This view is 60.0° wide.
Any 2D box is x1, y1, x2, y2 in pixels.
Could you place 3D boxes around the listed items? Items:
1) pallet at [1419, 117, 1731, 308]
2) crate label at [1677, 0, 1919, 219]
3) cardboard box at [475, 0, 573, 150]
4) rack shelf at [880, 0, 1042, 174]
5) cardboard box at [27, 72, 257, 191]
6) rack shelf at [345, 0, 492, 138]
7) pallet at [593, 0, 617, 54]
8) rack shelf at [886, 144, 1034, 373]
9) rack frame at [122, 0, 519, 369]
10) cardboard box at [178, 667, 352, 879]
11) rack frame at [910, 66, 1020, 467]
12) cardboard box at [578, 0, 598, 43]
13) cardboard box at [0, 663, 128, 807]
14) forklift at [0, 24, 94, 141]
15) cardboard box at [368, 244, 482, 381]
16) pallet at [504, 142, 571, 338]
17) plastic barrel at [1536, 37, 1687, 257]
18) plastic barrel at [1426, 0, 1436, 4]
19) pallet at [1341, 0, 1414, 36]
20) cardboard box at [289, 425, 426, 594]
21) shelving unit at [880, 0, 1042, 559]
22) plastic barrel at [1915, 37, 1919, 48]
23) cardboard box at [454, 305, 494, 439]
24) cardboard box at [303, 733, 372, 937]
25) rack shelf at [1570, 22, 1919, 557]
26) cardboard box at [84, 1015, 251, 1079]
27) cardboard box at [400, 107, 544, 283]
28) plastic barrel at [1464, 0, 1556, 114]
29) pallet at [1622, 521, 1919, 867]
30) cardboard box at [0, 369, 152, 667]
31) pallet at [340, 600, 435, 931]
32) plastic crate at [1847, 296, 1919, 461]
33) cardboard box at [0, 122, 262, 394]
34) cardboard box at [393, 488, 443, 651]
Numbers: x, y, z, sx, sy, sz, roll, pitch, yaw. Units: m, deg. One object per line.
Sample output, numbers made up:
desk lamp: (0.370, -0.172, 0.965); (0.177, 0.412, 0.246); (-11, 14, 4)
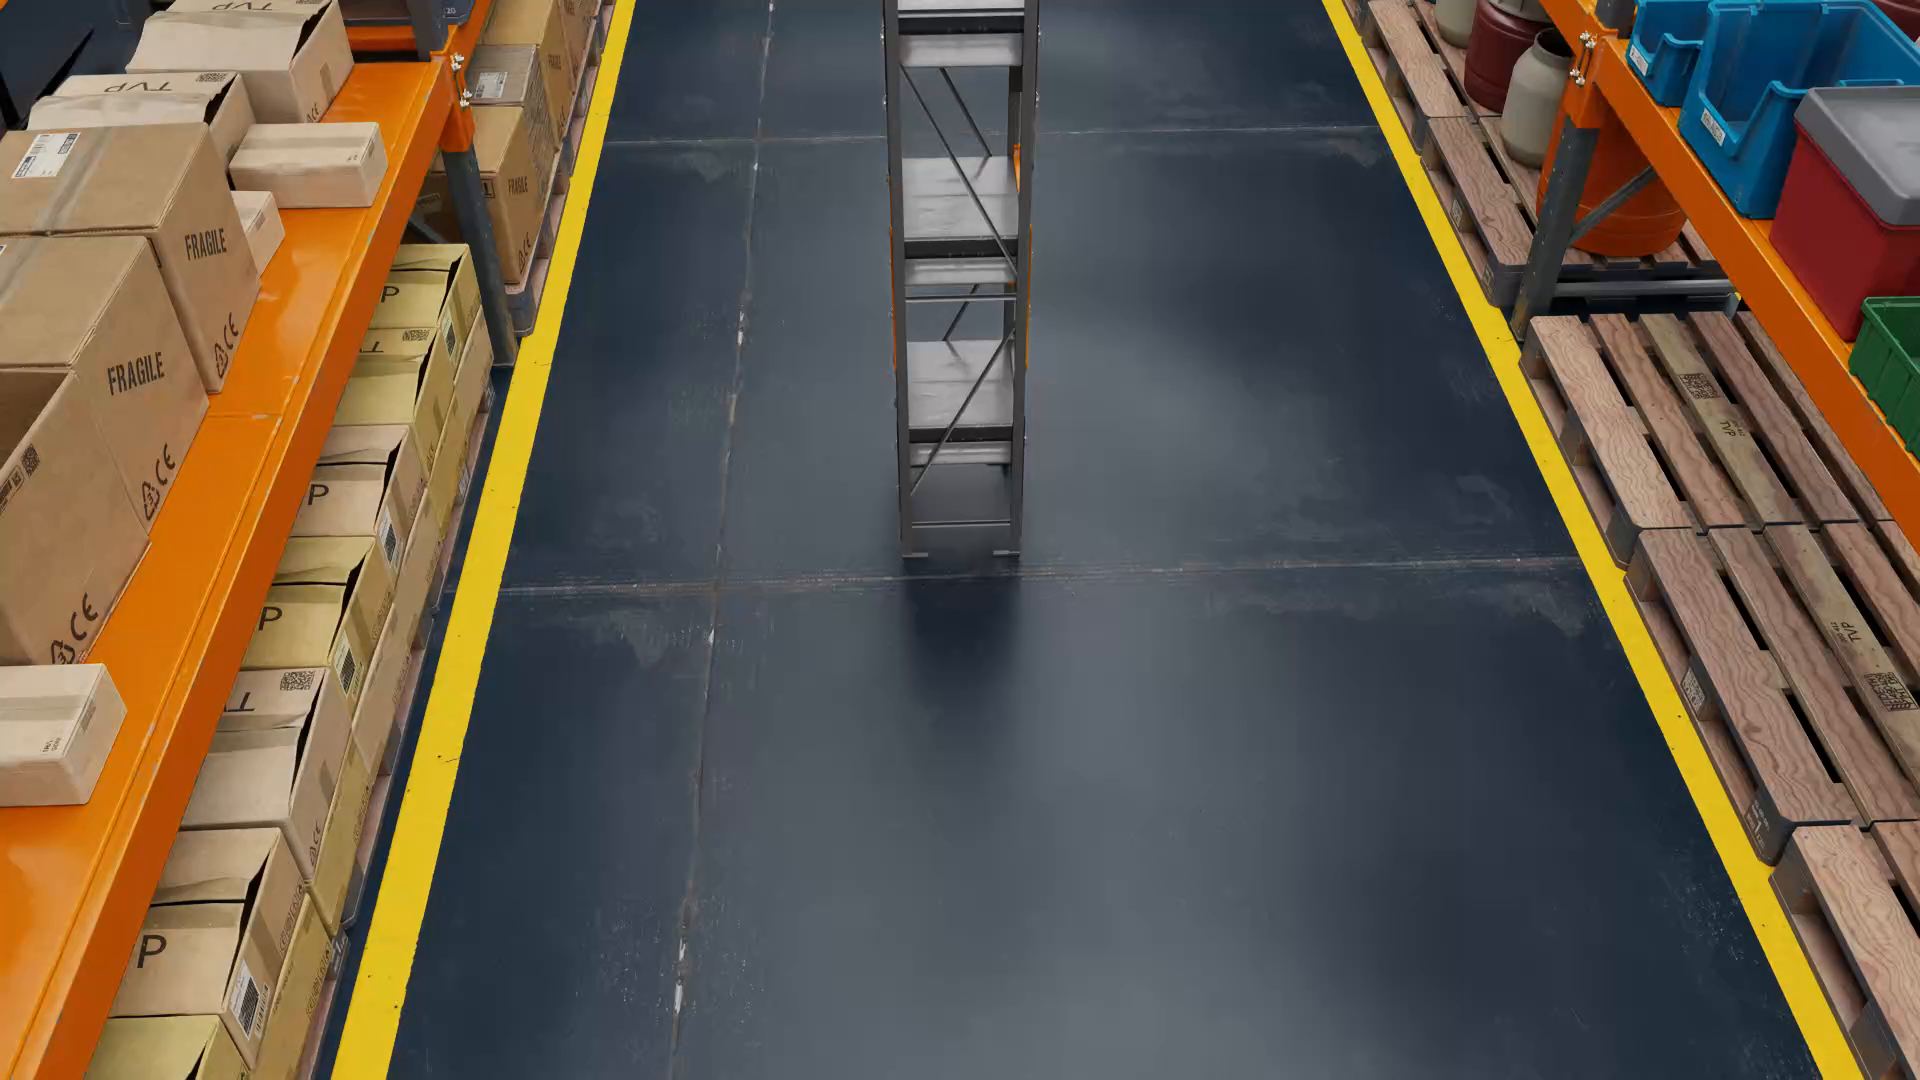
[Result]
pallet: (2.635, -1.444, 7.169); (1.003, 0.211, 1.213); (-2, 43, -2)
crate label: (2.482, -1.275, 4.895); (0.502, 0.435, 0.616); (-2, 43, -2)
cardboard box: (-2.016, -2.049, 7.290); (0.500, 0.500, 0.500); (-2, 43, -2)
rack shelf: (-0.007, -1.392, 4.699); (0.431, 0.518, 0.480); (-2, 43, -2)
cardboard box: (-2.394, -1.159, 4.861); (0.500, 0.311, 0.500); (-2, 43, -2)
rack shelf: (-2.324, -2.886, 7.211); (1.077, 0.370, 4.000); (-2, 43, -2)
pallet: (-2.336, -2.926, 8.786); (1.003, 0.211, 1.213); (-2, 43, -2)
rack shelf: (-0.007, -0.876, 5.172); (0.431, 0.518, 0.480); (-2, 43, -2)
rack frame: (-2.239, -1.801, 5.495); (1.000, 3.000, 0.127); (-2, 43, -2)
cardboard box: (-1.877, 0.578, 4.209); (0.500, 0.311, 0.500); (-3, 43, -3)
rack frame: (-0.017, -1.051, 5.342); (0.400, 2.100, 0.015); (-2, 43, -2)
cardboard box: (-2.068, -2.745, 8.049); (0.500, 0.500, 0.500); (-1, 43, -1)
cardboard box: (-1.902, 0.388, 3.293); (0.380, 0.149, 0.250); (-2, 43, -2)
forklift: (-4.572, -2.427, 6.229); (1.130, 2.935, 3.031); (-1, 43, -1)
cardboard box: (-1.970, -0.803, 5.715); (0.500, 0.311, 0.500); (-1, 43, -1)
pallet: (-2.232, -1.278, 6.989); (1.003, 0.211, 1.213); (-2, 43, -2)
plastic barrel: (2.673, -1.625, 6.599); (0.600, 0.830, 0.708); (-2, 43, -2)
plastic barrel: (2.577, -3.177, 8.238); (0.600, 0.901, 0.708); (-2, 43, -2)
pallet: (2.532, -3.091, 8.966); (1.003, 0.211, 1.213); (-2, 43, -2)
cardboard box: (-1.923, -0.111, 4.960); (0.500, 0.311, 0.500); (-2, 43, -2)
shelving unit: (-0.007, -0.886, 5.162); (0.431, 2.100, 0.503); (-2, 43, -2)
plastic barrel: (2.968, -1.294, 4.859); (0.421, 0.512, 0.421); (0, 43, 0)
cardboard box: (-1.973, -0.594, 5.903); (0.500, 0.250, 0.500); (-1, 43, -1)
cardboard box: (-1.883, 0.784, 4.399); (0.500, 0.250, 0.500); (-3, 43, -3)
rack shelf: (2.795, -0.325, 4.418); (1.077, 0.370, 4.000); (-2, 43, -2)
cardboard box: (-1.837, 1.265, 3.459); (0.500, 0.311, 0.500); (-2, 43, -2)
cardboard box: (-1.972, -1.357, 6.535); (0.500, 0.500, 0.500); (0, 43, 0)
plastic barrel: (2.625, -2.299, 7.512); (0.600, 0.588, 0.708); (-2, 43, -2)
pallet: (2.753, 0.433, 5.122); (1.003, 0.211, 1.213); (-2, 43, -2)
cardboard box: (-2.107, -0.012, 3.470); (0.500, 0.500, 0.500); (1, 43, 1)
pallet: (-2.194, 0.605, 4.934); (1.003, 0.211, 1.213); (-2, 43, -2)
plastic crate: (2.524, -0.330, 4.047); (0.450, 0.188, 0.662); (-2, 43, -2)
cardboard box: (-2.151, -0.706, 4.226); (0.500, 0.500, 0.500); (-4, 43, -4)
cardboard box: (-1.929, 0.093, 5.153); (0.500, 0.250, 0.500); (-1, 43, -1)
